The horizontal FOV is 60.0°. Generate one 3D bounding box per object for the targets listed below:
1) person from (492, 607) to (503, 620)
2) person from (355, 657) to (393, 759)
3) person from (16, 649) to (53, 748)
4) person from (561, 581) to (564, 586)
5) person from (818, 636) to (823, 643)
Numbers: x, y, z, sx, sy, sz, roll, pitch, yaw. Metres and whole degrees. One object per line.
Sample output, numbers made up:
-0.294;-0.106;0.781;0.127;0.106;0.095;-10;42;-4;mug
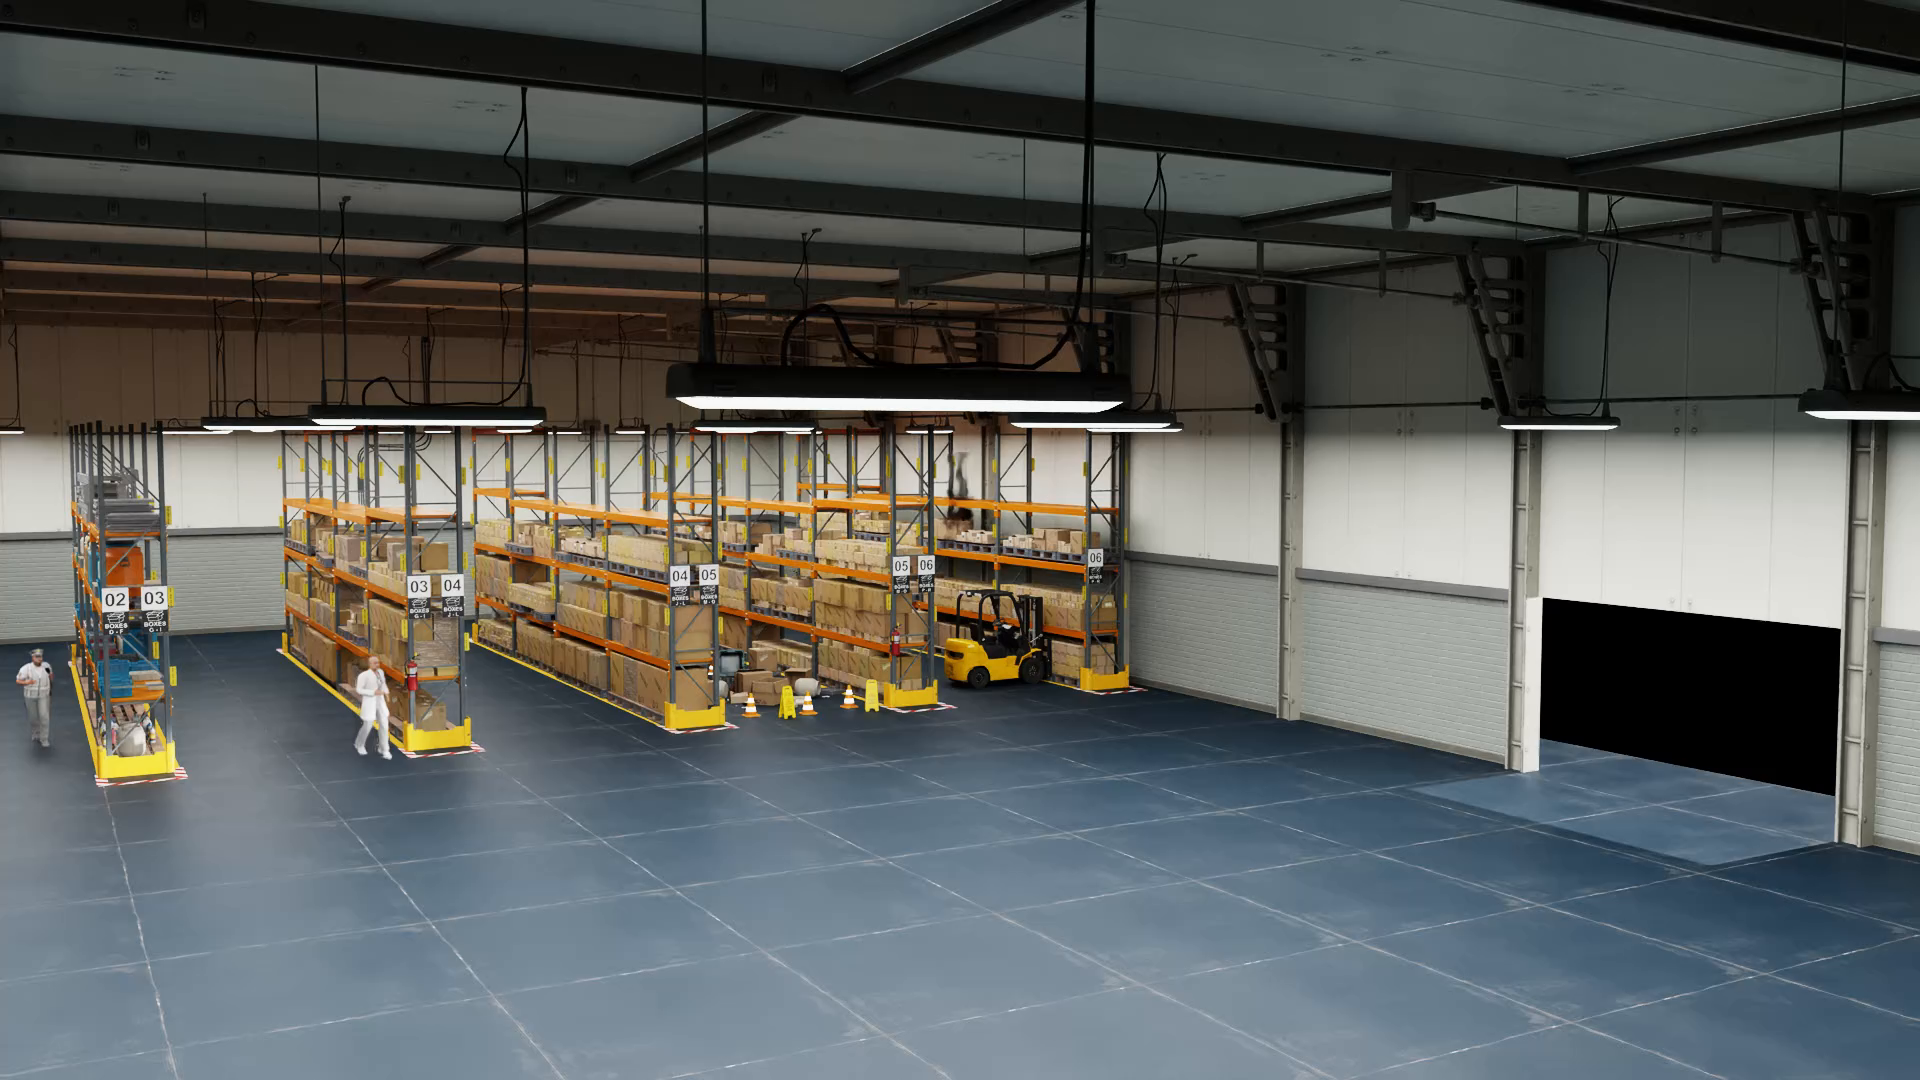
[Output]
-13.345;1.945;48.035;0.737;1.630;0.517;-3;5;-43;person
-10.515;3.006;29.765;0.860;1.863;0.736;2;4;35;person
-17.196;2.927;30.941;0.635;1.829;0.883;-2;4;-35;person
-11.213;1.964;47.729;0.653;1.596;0.533;2;4;29;person
-3.507;2.205;43.318;0.621;1.725;0.856;-2;4;-27;person
